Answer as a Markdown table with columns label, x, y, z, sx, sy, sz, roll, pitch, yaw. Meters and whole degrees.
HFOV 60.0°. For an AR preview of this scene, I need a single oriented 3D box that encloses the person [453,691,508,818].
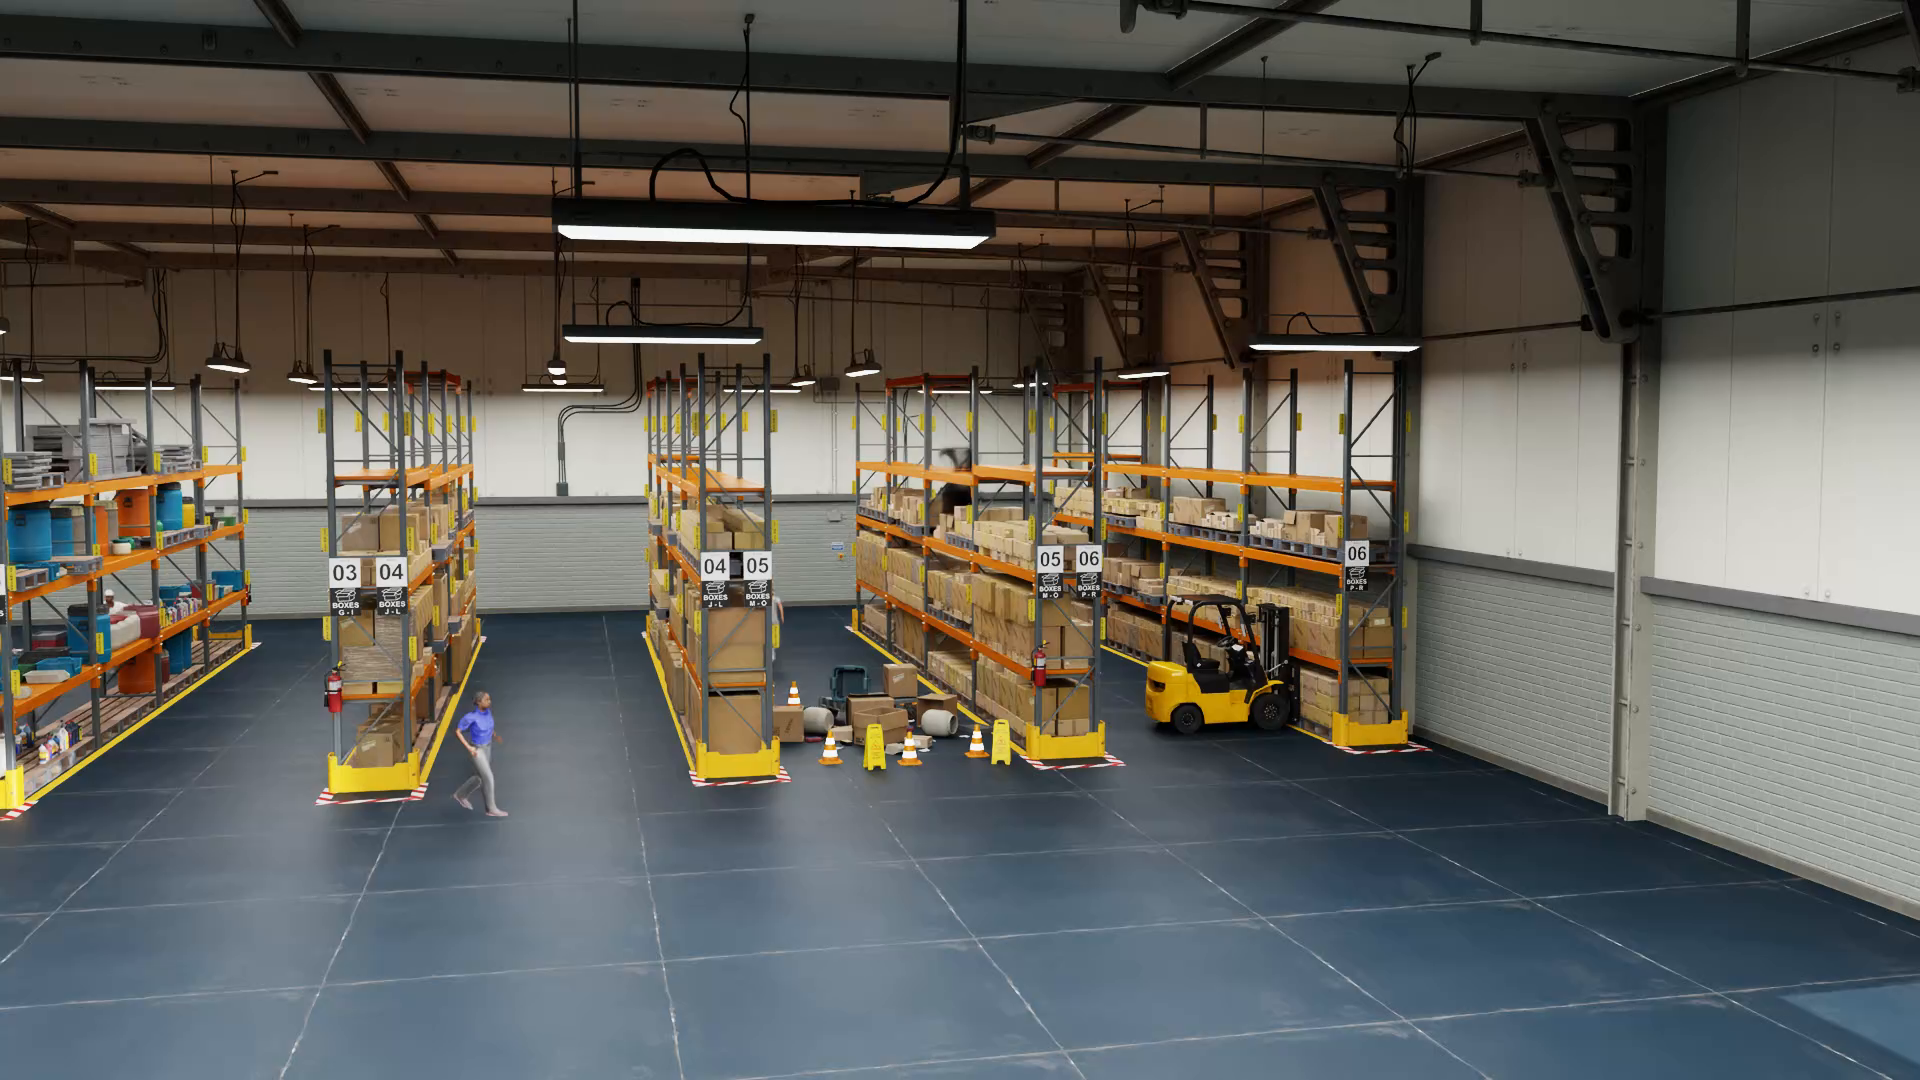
| label | x | y | z | sx | sy | sz | roll | pitch | yaw |
| --- | --- | --- | --- | --- | --- | --- | --- | --- | --- |
| person | -6.198 | 2.712 | 21.145 | 0.822 | 1.627 | 0.595 | 2 | 4 | 23 |

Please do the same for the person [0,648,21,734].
| label | x | y | z | sx | sy | sz | roll | pitch | yaw |
| --- | --- | --- | --- | --- | --- | --- | --- | --- | --- |
| person | -15.146 | 2.336 | 26.185 | 0.654 | 1.715 | 0.965 | 0 | 4 | 1 |

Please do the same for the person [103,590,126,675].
| label | x | y | z | sx | sy | sz | roll | pitch | yaw |
| --- | --- | --- | --- | --- | --- | --- | --- | --- | --- |
| person | -17.023 | 1.835 | 33.398 | 0.697 | 1.713 | 0.766 | 0 | 4 | -7 |

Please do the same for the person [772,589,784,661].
| label | x | y | z | sx | sy | sz | roll | pitch | yaw |
| --- | --- | --- | --- | --- | --- | --- | --- | --- | --- |
| person | -4.003 | 1.789 | 35.051 | 0.586 | 1.508 | 1.025 | 0 | 4 | -2 |
